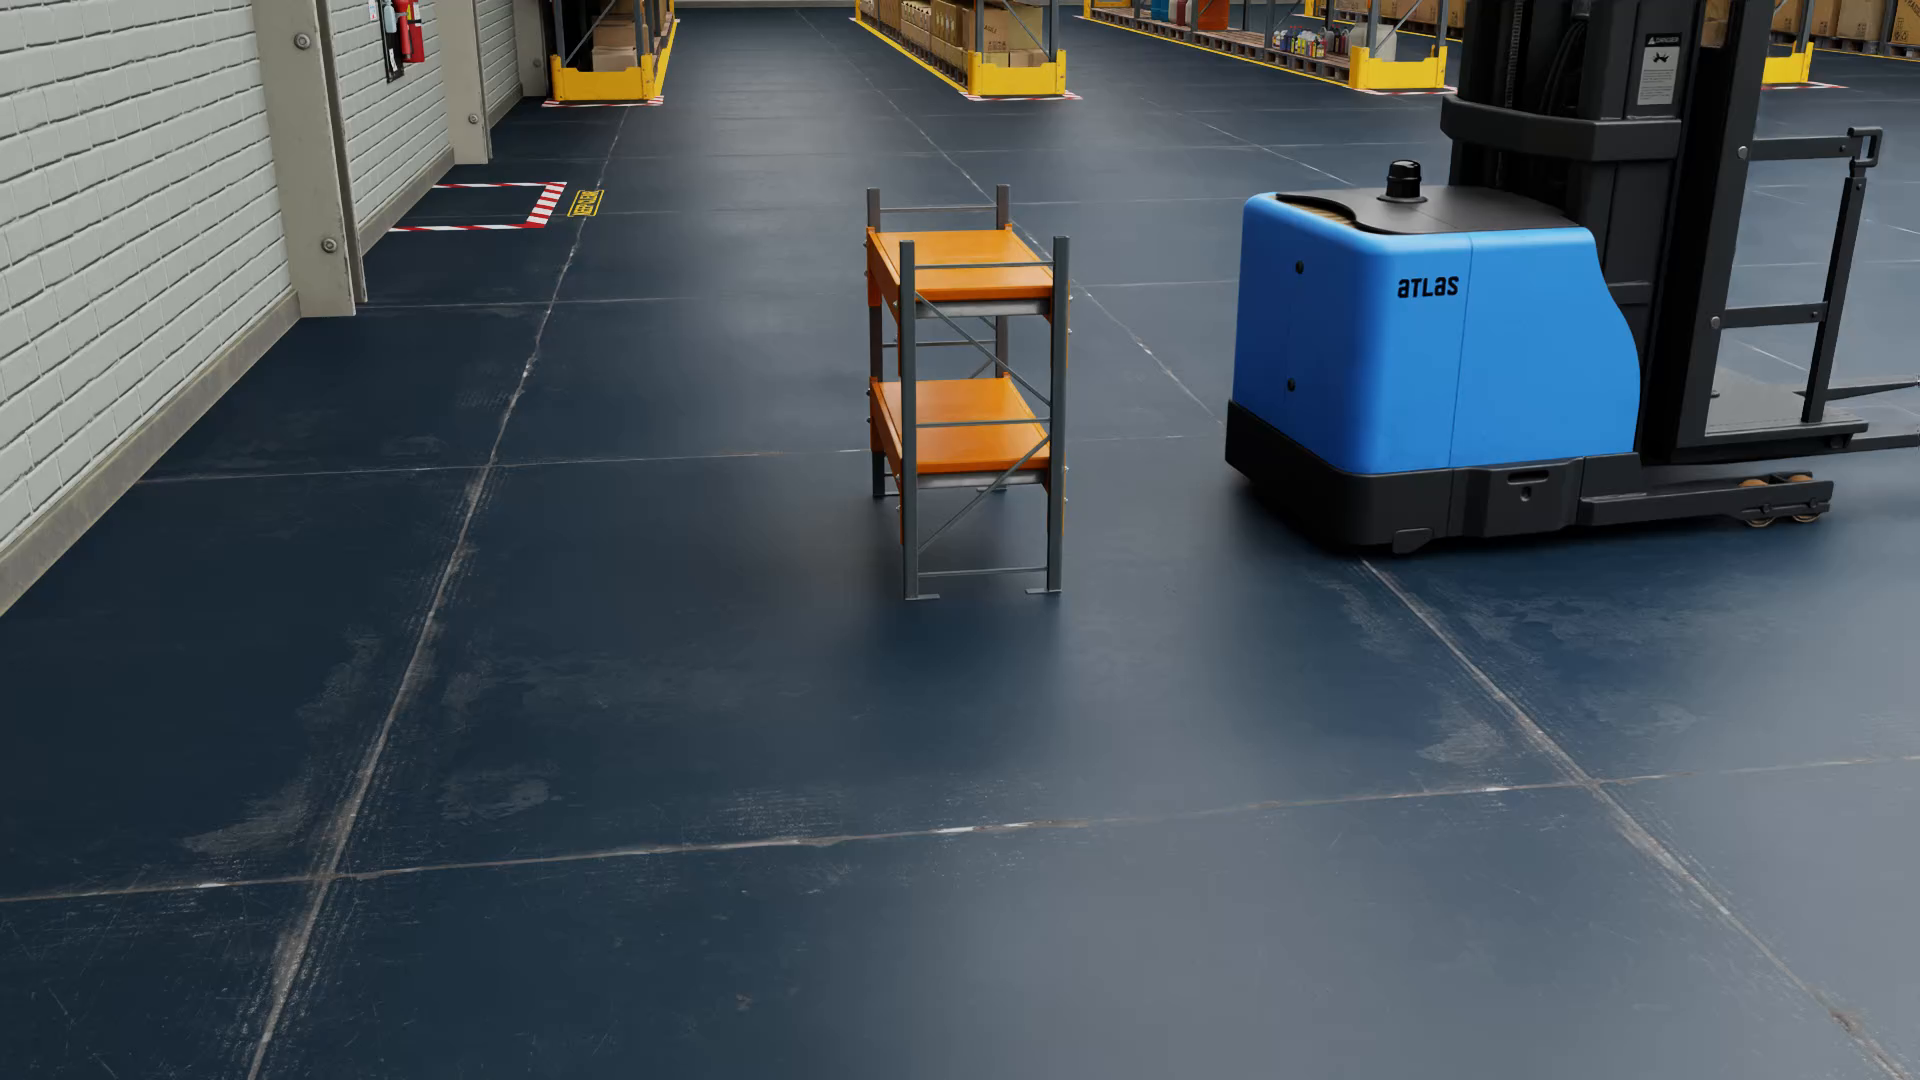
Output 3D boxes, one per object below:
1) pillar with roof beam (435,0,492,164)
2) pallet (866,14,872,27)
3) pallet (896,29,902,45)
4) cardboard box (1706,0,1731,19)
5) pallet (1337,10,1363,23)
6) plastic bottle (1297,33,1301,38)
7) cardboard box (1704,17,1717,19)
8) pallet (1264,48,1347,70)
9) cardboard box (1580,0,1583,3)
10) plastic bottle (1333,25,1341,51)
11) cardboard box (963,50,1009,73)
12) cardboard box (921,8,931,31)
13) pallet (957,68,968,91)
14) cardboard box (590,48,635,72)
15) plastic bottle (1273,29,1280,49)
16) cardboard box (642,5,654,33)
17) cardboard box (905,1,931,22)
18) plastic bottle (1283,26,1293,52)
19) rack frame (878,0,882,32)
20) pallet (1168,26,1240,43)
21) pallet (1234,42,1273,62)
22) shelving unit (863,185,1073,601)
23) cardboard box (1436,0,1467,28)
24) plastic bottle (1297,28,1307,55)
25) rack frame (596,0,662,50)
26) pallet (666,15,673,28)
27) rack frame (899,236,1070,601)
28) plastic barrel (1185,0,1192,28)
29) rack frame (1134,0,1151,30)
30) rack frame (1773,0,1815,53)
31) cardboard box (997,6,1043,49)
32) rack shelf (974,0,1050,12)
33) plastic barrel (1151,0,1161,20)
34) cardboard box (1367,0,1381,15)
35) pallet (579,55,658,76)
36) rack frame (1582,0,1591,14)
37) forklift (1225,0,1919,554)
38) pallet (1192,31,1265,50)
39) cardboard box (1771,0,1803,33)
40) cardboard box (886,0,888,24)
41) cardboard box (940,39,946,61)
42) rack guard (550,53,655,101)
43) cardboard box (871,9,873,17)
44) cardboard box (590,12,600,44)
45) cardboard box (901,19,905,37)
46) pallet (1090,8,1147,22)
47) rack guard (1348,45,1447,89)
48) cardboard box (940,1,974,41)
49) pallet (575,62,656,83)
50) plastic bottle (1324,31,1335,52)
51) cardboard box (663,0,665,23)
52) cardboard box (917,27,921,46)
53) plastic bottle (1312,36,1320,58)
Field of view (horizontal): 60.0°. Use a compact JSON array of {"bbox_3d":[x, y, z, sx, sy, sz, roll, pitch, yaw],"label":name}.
[{"bbox_3d":[-0.047,-7.778,13.679,9.100,9.000,0.400,-3,21,-8],"label":"pillar with roof beam"},{"bbox_3d":[-1.321,-10.390,33.232,1.003,0.211,1.213,-3,21,-8],"label":"pallet"},{"bbox_3d":[-0.537,-8.604,28.451,1.003,0.211,1.213,-3,21,-8],"label":"pallet"},{"bbox_3d":[13.905,-9.604,30.115,0.500,0.500,0.500,-3,21,-8],"label":"cardboard box"},{"bbox_3d":[8.548,-10.917,34.645,1.003,0.211,1.213,-3,21,-8],"label":"pallet"},{"bbox_3d":[4.803,-7.027,23.513,0.097,0.271,0.097,0,20,0],"label":"plastic bottle"},{"bbox_3d":[10.224,-7.044,23.262,0.500,0.500,0.500,-1,21,-3],"label":"cardboard box"},{"bbox_3d":[5.067,-6.973,24.083,1.003,0.211,1.213,-3,21,-8],"label":"pallet"},{"bbox_3d":[13.201,-11.300,34.732,0.380,0.149,0.250,-4,21,-10],"label":"cardboard box"},{"bbox_3d":[5.417,-7.204,23.874,0.144,0.351,0.185,-4,21,-10],"label":"plastic bottle"},{"bbox_3d":[0.316,-5.959,20.715,0.500,0.250,0.500,-3,21,-8],"label":"cardboard box"},{"bbox_3d":[-0.314,-7.742,24.686,0.500,0.311,0.500,-2,21,-6],"label":"cardboard box"},{"bbox_3d":[0.534,-5.837,21.041,1.003,0.211,1.213,-3,21,-8],"label":"pallet"},{"bbox_3d":[-4.226,-5.820,20.225,0.500,0.311,0.500,-5,21,-14],"label":"cardboard box"},{"bbox_3d":[4.624,-7.309,24.269,0.097,0.271,0.097,0,20,0],"label":"plastic bottle"},{"bbox_3d":[-5.213,-8.187,26.294,0.700,0.500,0.500,-3,21,-7],"label":"cardboard box"},{"bbox_3d":[-0.598,-8.444,26.564,0.500,0.311,0.500,-3,21,-9],"label":"cardboard box"},{"bbox_3d":[4.717,-7.178,23.806,0.144,0.351,0.185,-2,21,-6],"label":"plastic bottle"},{"bbox_3d":[-1.044,-11.035,30.974,1.000,3.000,0.127,-3,21,-8],"label":"rack frame"},{"bbox_3d":[4.280,-8.863,29.145,1.003,0.211,1.213,-3,21,-8],"label":"pallet"},{"bbox_3d":[4.860,-7.477,25.434,1.003,0.211,1.213,-3,21,-8],"label":"pallet"},{"bbox_3d":[-0.001,-0.529,5.526,0.538,1.125,1.048,-3,21,-8],"label":"shelving unit"},{"bbox_3d":[9.257,-9.590,29.541,1.225,0.875,0.875,-4,21,-10],"label":"cardboard box"},{"bbox_3d":[4.806,-6.966,23.237,0.144,0.351,0.185,-3,21,-8],"label":"plastic bottle"},{"bbox_3d":[-5.369,-9.399,26.594,1.000,3.000,0.127,-3,21,-8],"label":"rack frame"},{"bbox_3d":[-6.157,-10.168,32.638,1.003,0.211,1.213,-3,21,-8],"label":"pallet"},{"bbox_3d":[0.072,-0.353,5.054,0.500,1.125,0.032,-3,21,-8],"label":"rack frame"},{"bbox_3d":[4.178,-9.289,29.256,0.421,0.512,0.421,0,20,0],"label":"plastic barrel"},{"bbox_3d":[3.858,-11.283,31.639,1.000,3.000,0.127,-3,21,-8],"label":"rack frame"},{"bbox_3d":[10.489,-7.378,21.184,1.000,3.000,0.127,-3,21,-8],"label":"rack frame"},{"bbox_3d":[0.755,-6.510,21.117,0.500,0.500,0.500,-3,21,-8],"label":"cardboard box"},{"bbox_3d":[0.398,-7.236,21.830,1.077,0.370,4.000,-3,21,-8],"label":"rack shelf"},{"bbox_3d":[3.920,-10.308,31.426,0.600,0.901,0.708,-3,21,-8],"label":"plastic barrel"},{"bbox_3d":[8.744,-10.967,33.229,0.875,0.875,0.875,-3,21,-8],"label":"cardboard box"},{"bbox_3d":[-4.660,-6.477,22.756,1.003,0.211,1.213,-3,21,-8],"label":"pallet"},{"bbox_3d":[9.913,-8.763,24.892,1.000,3.000,0.127,-3,21,-8],"label":"rack frame"},{"bbox_3d":[2.582,-1.591,5.786,3.031,2.935,1.130,-5,21,-14],"label":"forklift"},{"bbox_3d":[4.508,-8.322,27.696,1.003,0.211,1.213,-3,21,-8],"label":"pallet"},{"bbox_3d":[14.387,-8.988,28.110,1.050,0.750,0.750,-3,21,-7],"label":"cardboard box"},{"bbox_3d":[-1.063,-9.533,29.896,0.500,0.500,0.500,-3,21,-7],"label":"cardboard box"},{"bbox_3d":[0.010,-6.651,22.566,0.500,0.250,0.500,-3,21,-8],"label":"cardboard box"},{"bbox_3d":[-4.226,-5.484,19.685,1.175,0.500,0.348,-3,21,-8],"label":"rack guard"},{"bbox_3d":[-1.520,-10.215,32.225,0.380,0.149,0.250,-3,21,-8],"label":"cardboard box"},{"bbox_3d":[-5.039,-7.479,24.398,0.700,0.500,0.500,-3,21,-9],"label":"cardboard box"},{"bbox_3d":[-0.682,-8.362,27.148,0.500,0.250,0.500,-3,21,-8],"label":"cardboard box"},{"bbox_3d":[3.362,-11.075,35.066,1.003,0.211,1.213,-3,21,-8],"label":"pallet"},{"bbox_3d":[5.531,-5.982,21.017,1.175,0.500,0.348,-3,21,-8],"label":"rack guard"},{"bbox_3d":[0.011,-7.002,22.435,0.500,0.500,0.500,-3,21,-8],"label":"cardboard box"},{"bbox_3d":[-4.481,-6.053,21.622,1.003,0.211,1.213,-3,21,-8],"label":"pallet"},{"bbox_3d":[5.274,-7.153,23.844,0.152,0.276,0.135,-3,21,-8],"label":"plastic bottle"},{"bbox_3d":[-5.592,-9.447,29.196,0.750,0.750,0.750,-2,21,-6],"label":"cardboard box"},{"bbox_3d":[-0.383,-7.655,25.254,0.500,0.250,0.500,-2,21,-7],"label":"cardboard box"},{"bbox_3d":[4.855,-6.716,22.663,0.061,0.283,0.133,-2,21,-6],"label":"plastic bottle"}]
